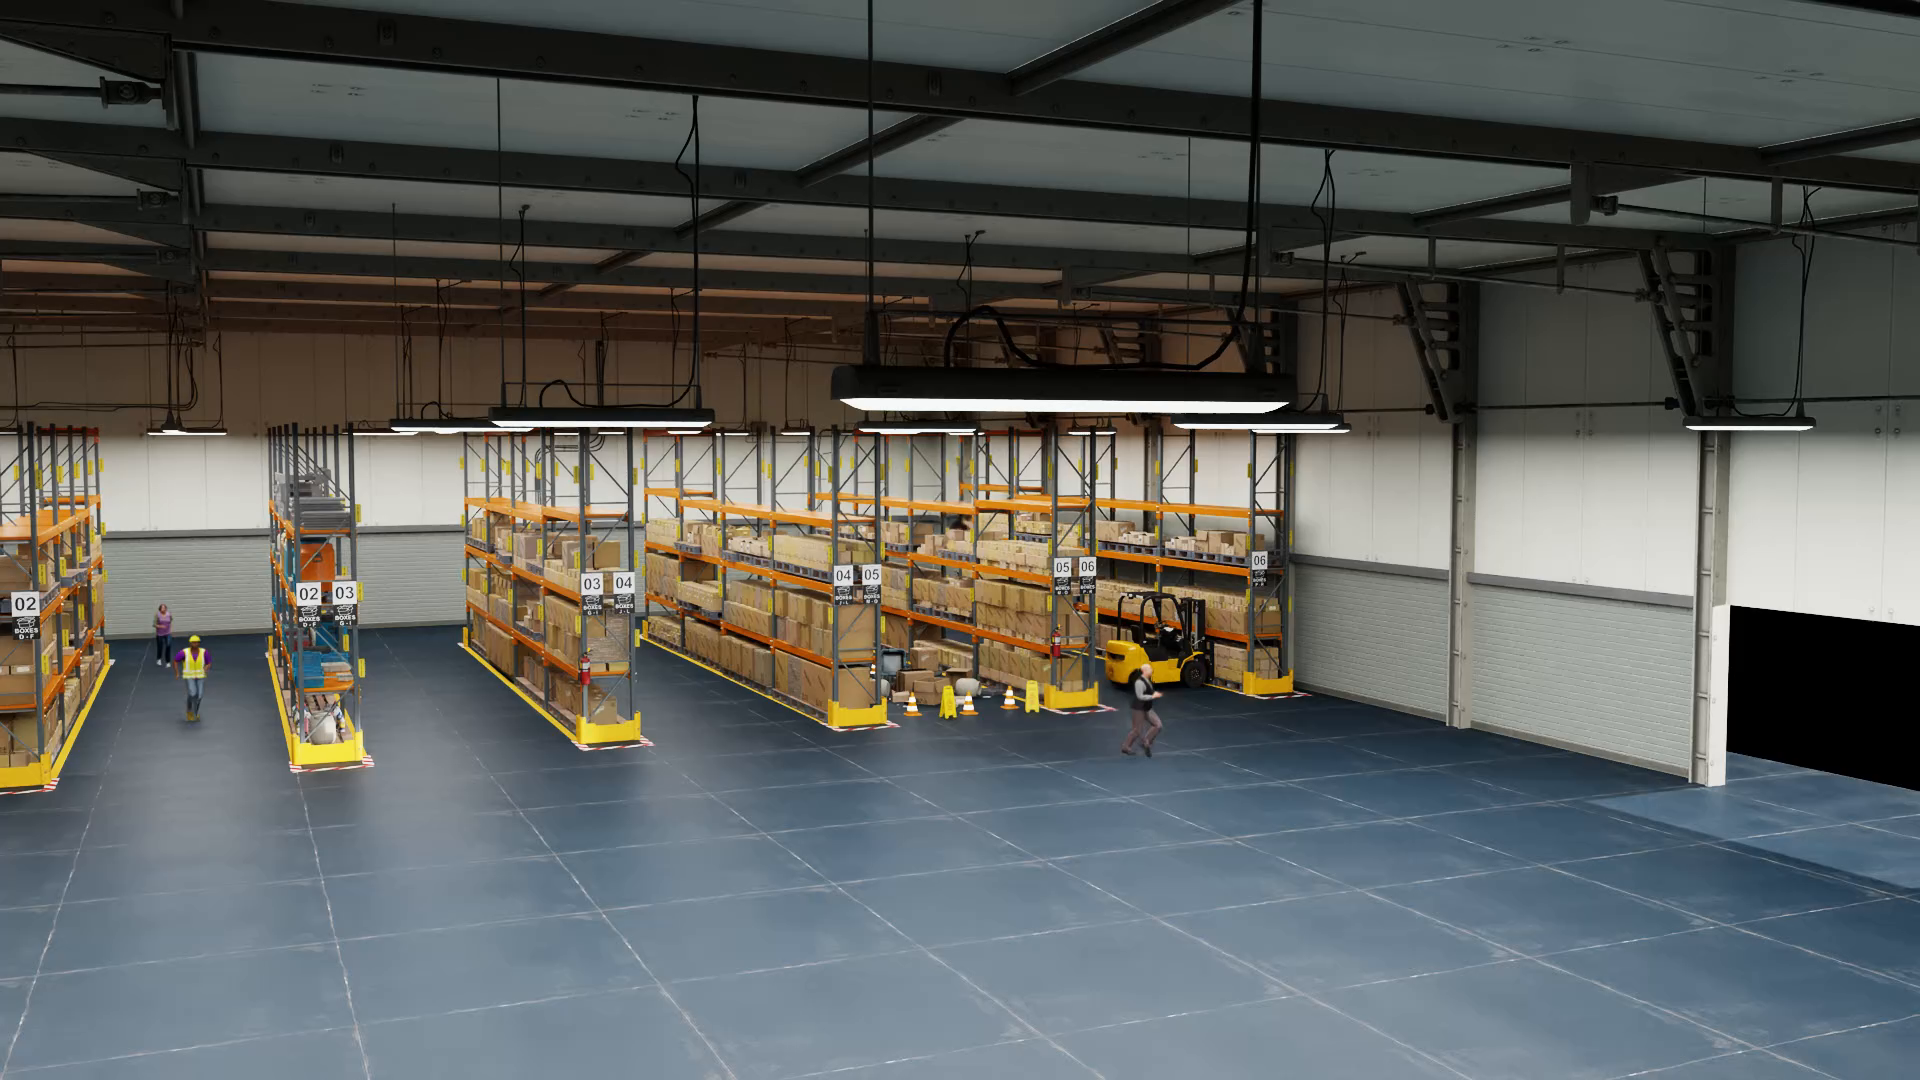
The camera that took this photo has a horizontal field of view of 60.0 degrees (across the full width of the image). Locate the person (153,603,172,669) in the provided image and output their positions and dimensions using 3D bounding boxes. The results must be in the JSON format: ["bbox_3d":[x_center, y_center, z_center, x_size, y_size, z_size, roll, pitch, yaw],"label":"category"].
[{"bbox_3d":[-19.898,2.394,41.526,0.488,1.641,0.791,-2,4,-34],"label":"person"}]

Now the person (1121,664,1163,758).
[{"bbox_3d":[3.260,3.049,29.686,0.805,1.708,0.682,2,4,28],"label":"person"}]

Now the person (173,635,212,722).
[{"bbox_3d":[-15.442,2.796,33.541,0.675,1.750,0.771,-3,5,-39],"label":"person"}]

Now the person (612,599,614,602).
[{"bbox_3d":[-9.373,2.061,45.404,0.667,1.741,0.742,-1,4,-19],"label":"person"}]

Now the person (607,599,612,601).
[{"bbox_3d":[-9.576,2.101,44.682,0.641,1.820,0.740,-2,4,-29],"label":"person"}]
